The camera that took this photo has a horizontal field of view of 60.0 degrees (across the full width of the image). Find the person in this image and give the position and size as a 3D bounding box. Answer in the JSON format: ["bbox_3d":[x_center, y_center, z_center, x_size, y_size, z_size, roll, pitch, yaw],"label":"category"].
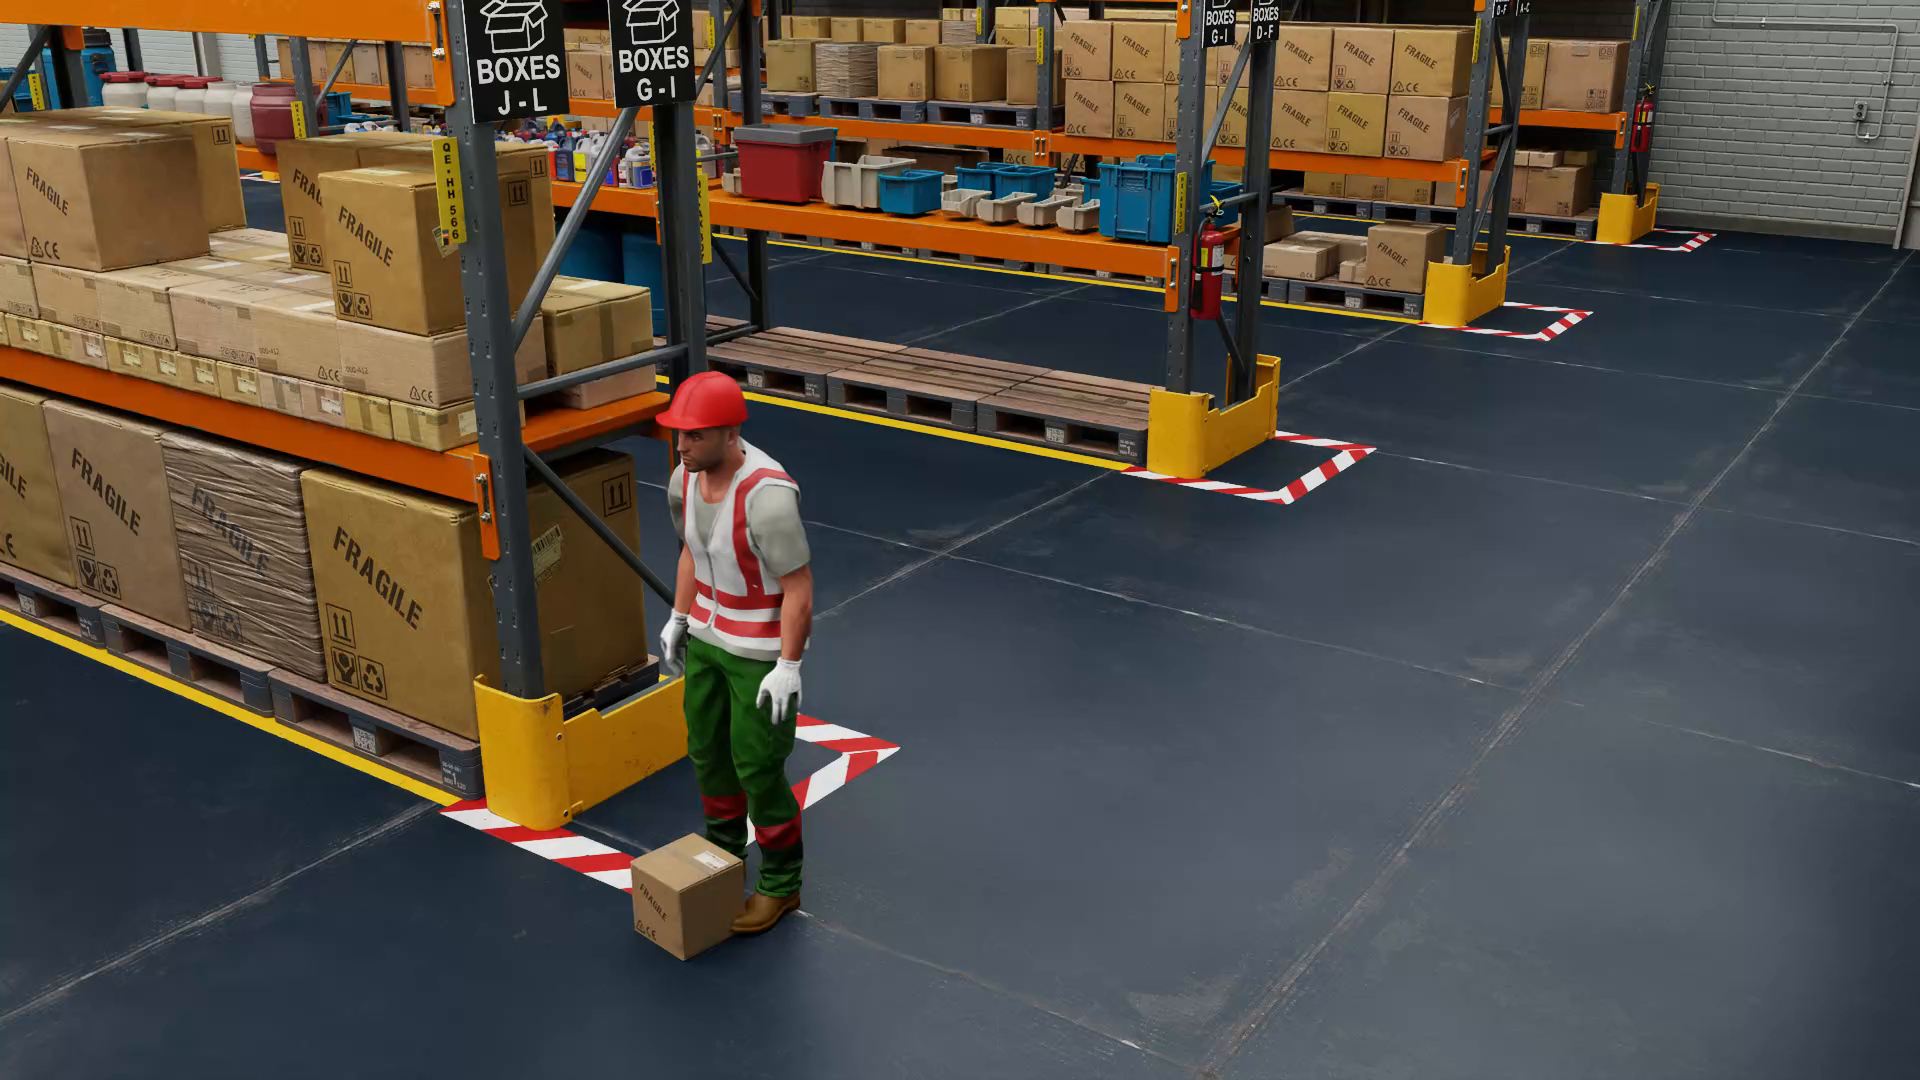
[{"bbox_3d":[-0.695,0.340,5.096,0.617,1.778,0.456,18,27,42],"label":"person"}]
